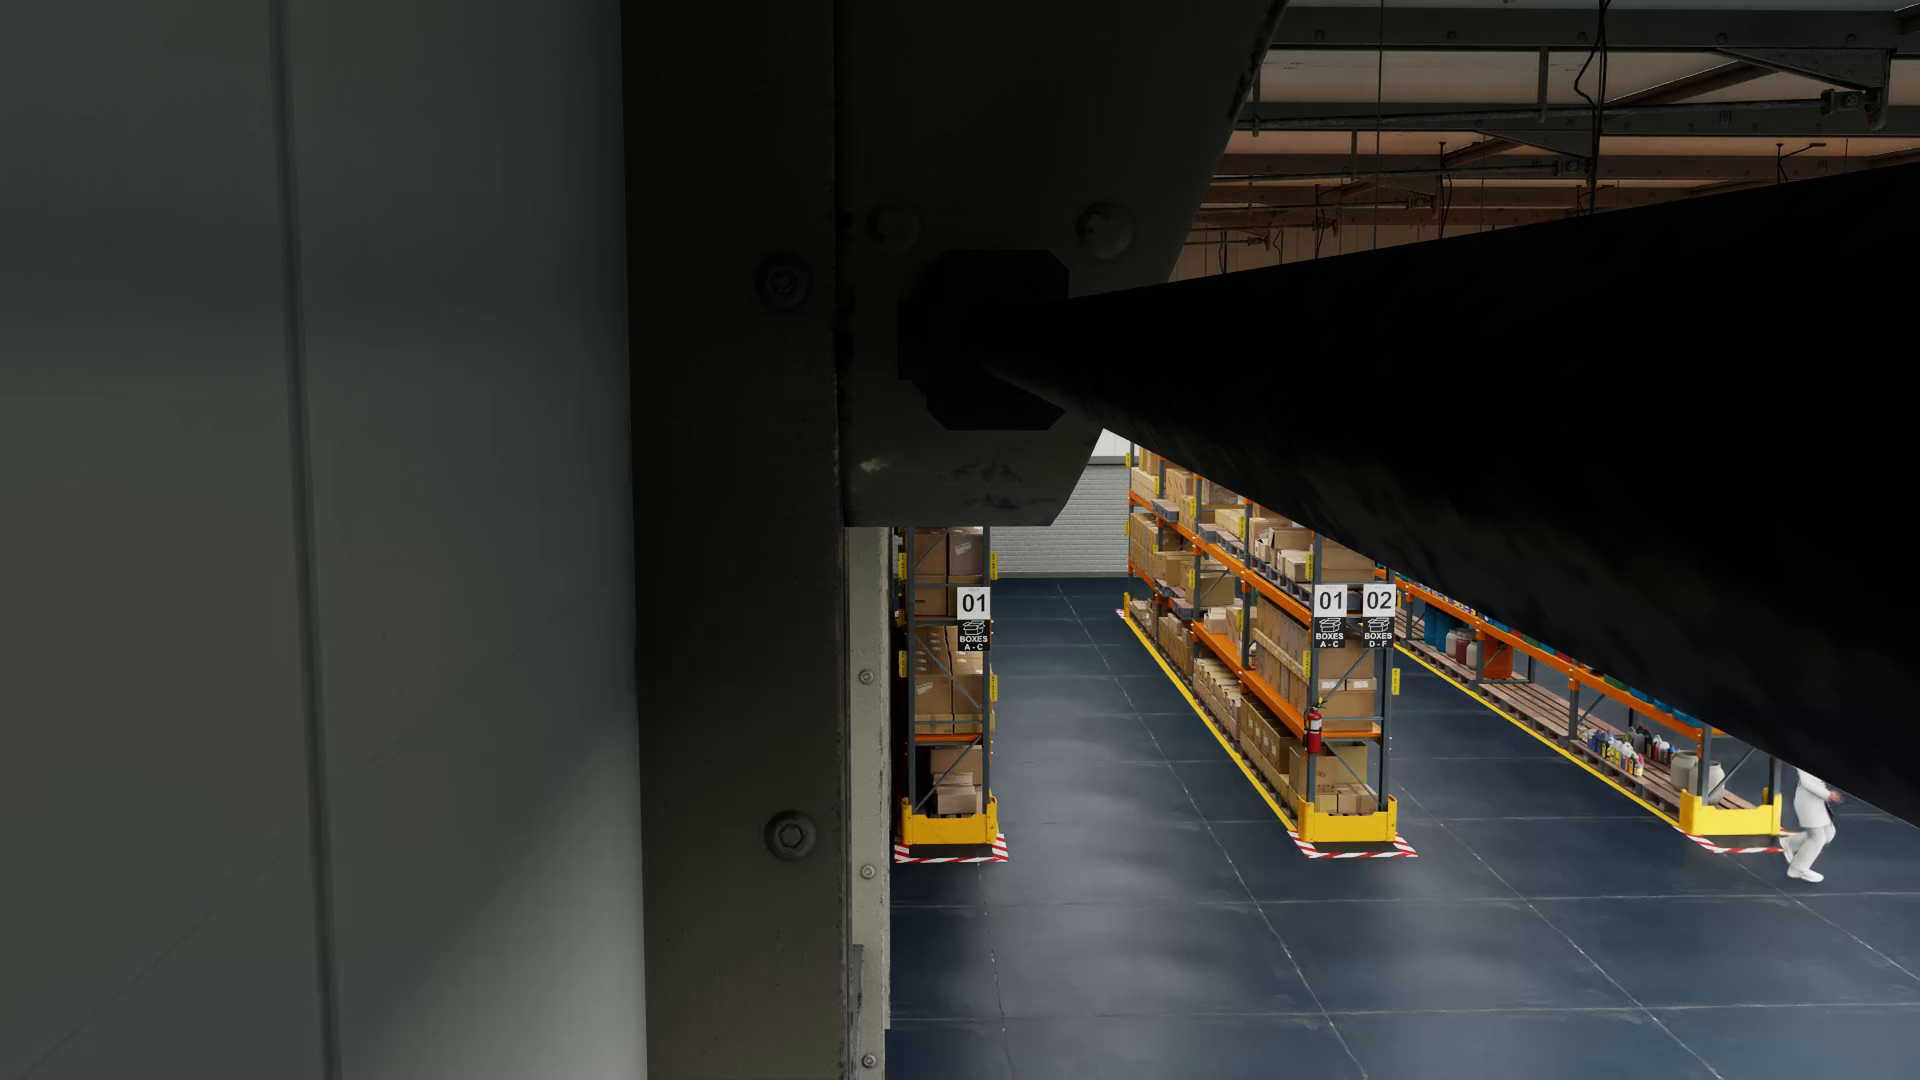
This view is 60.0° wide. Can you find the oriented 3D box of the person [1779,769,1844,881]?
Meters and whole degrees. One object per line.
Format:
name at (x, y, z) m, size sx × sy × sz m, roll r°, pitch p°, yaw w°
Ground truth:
person at (9.839, 3.034, 19.183) m, size 0.665 × 1.728 × 0.759 m, roll 5°, pitch 9°, yaw 34°
